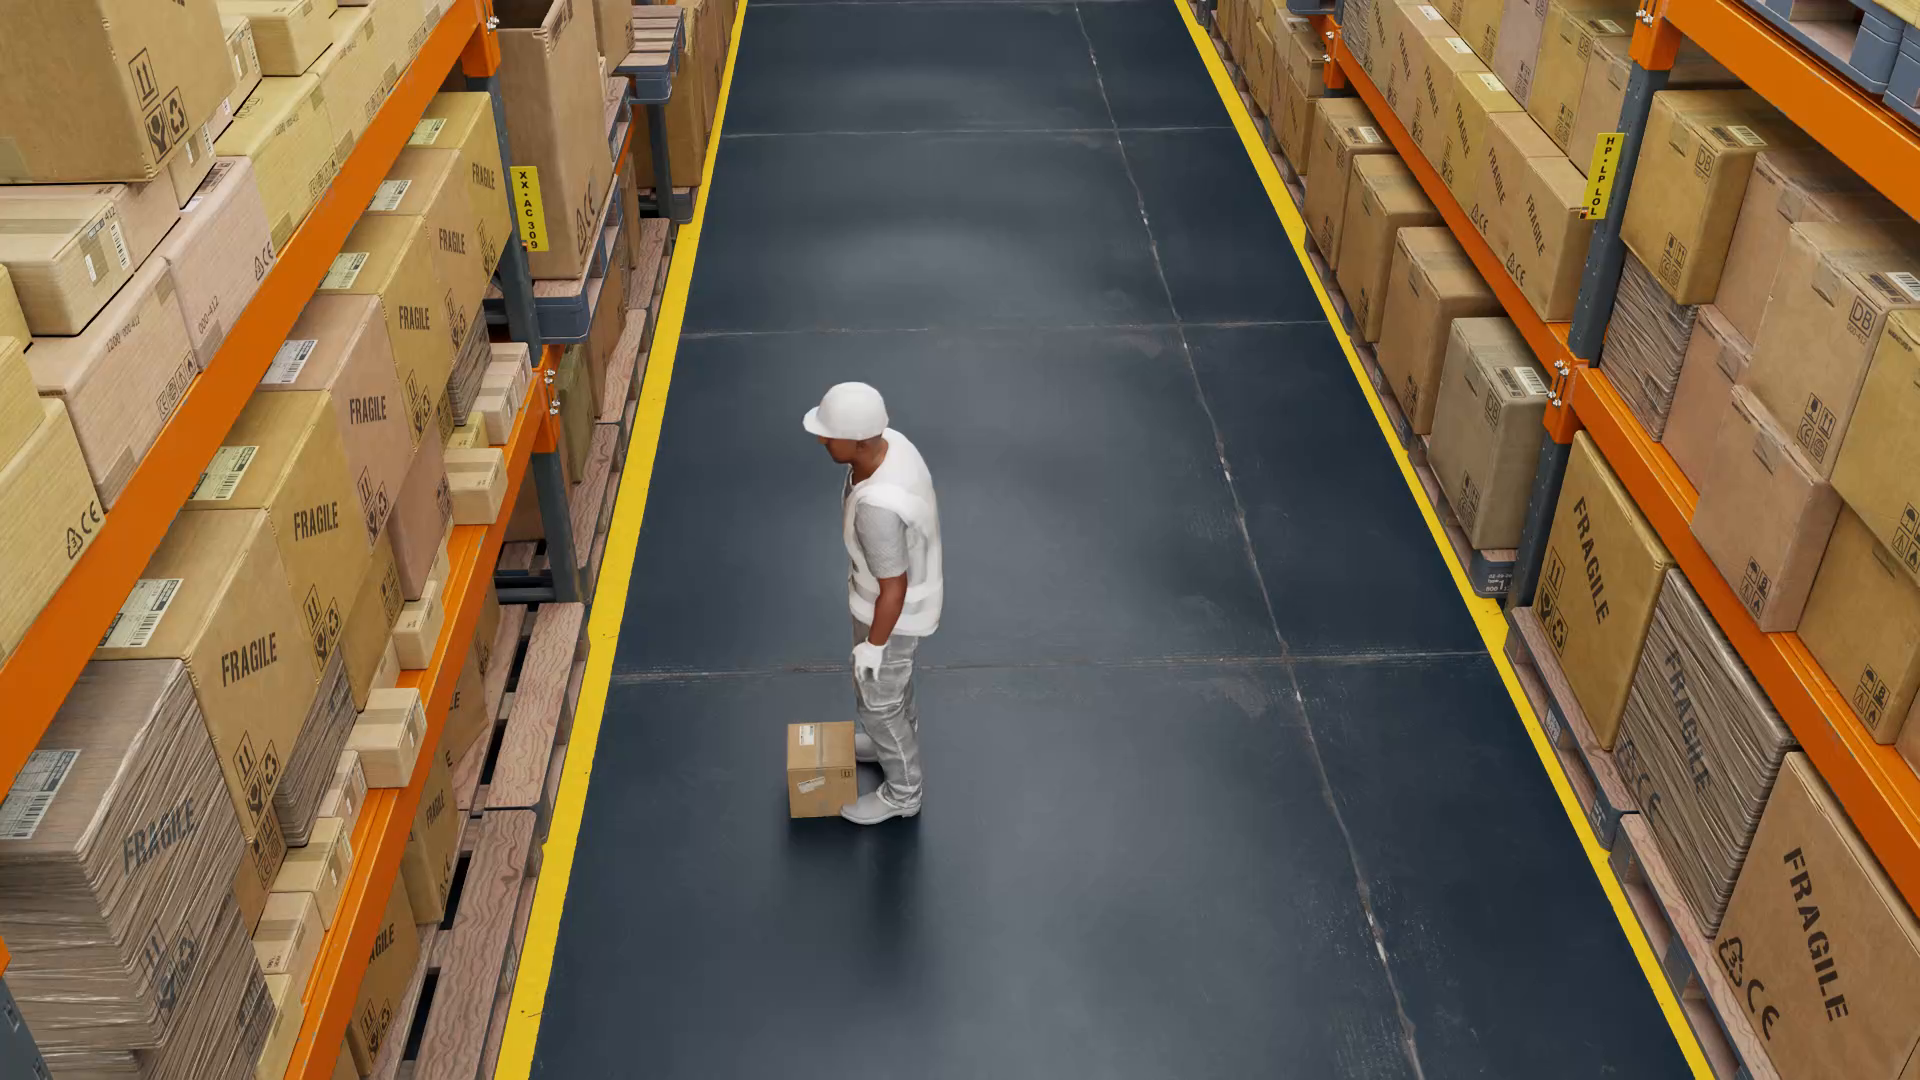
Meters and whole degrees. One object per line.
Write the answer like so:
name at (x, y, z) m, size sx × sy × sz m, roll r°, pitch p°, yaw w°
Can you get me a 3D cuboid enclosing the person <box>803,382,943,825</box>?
person at (-0.283, 0.218, 5.822) m, size 0.446 × 1.775 × 0.619 m, roll -1°, pitch 35°, yaw -2°
